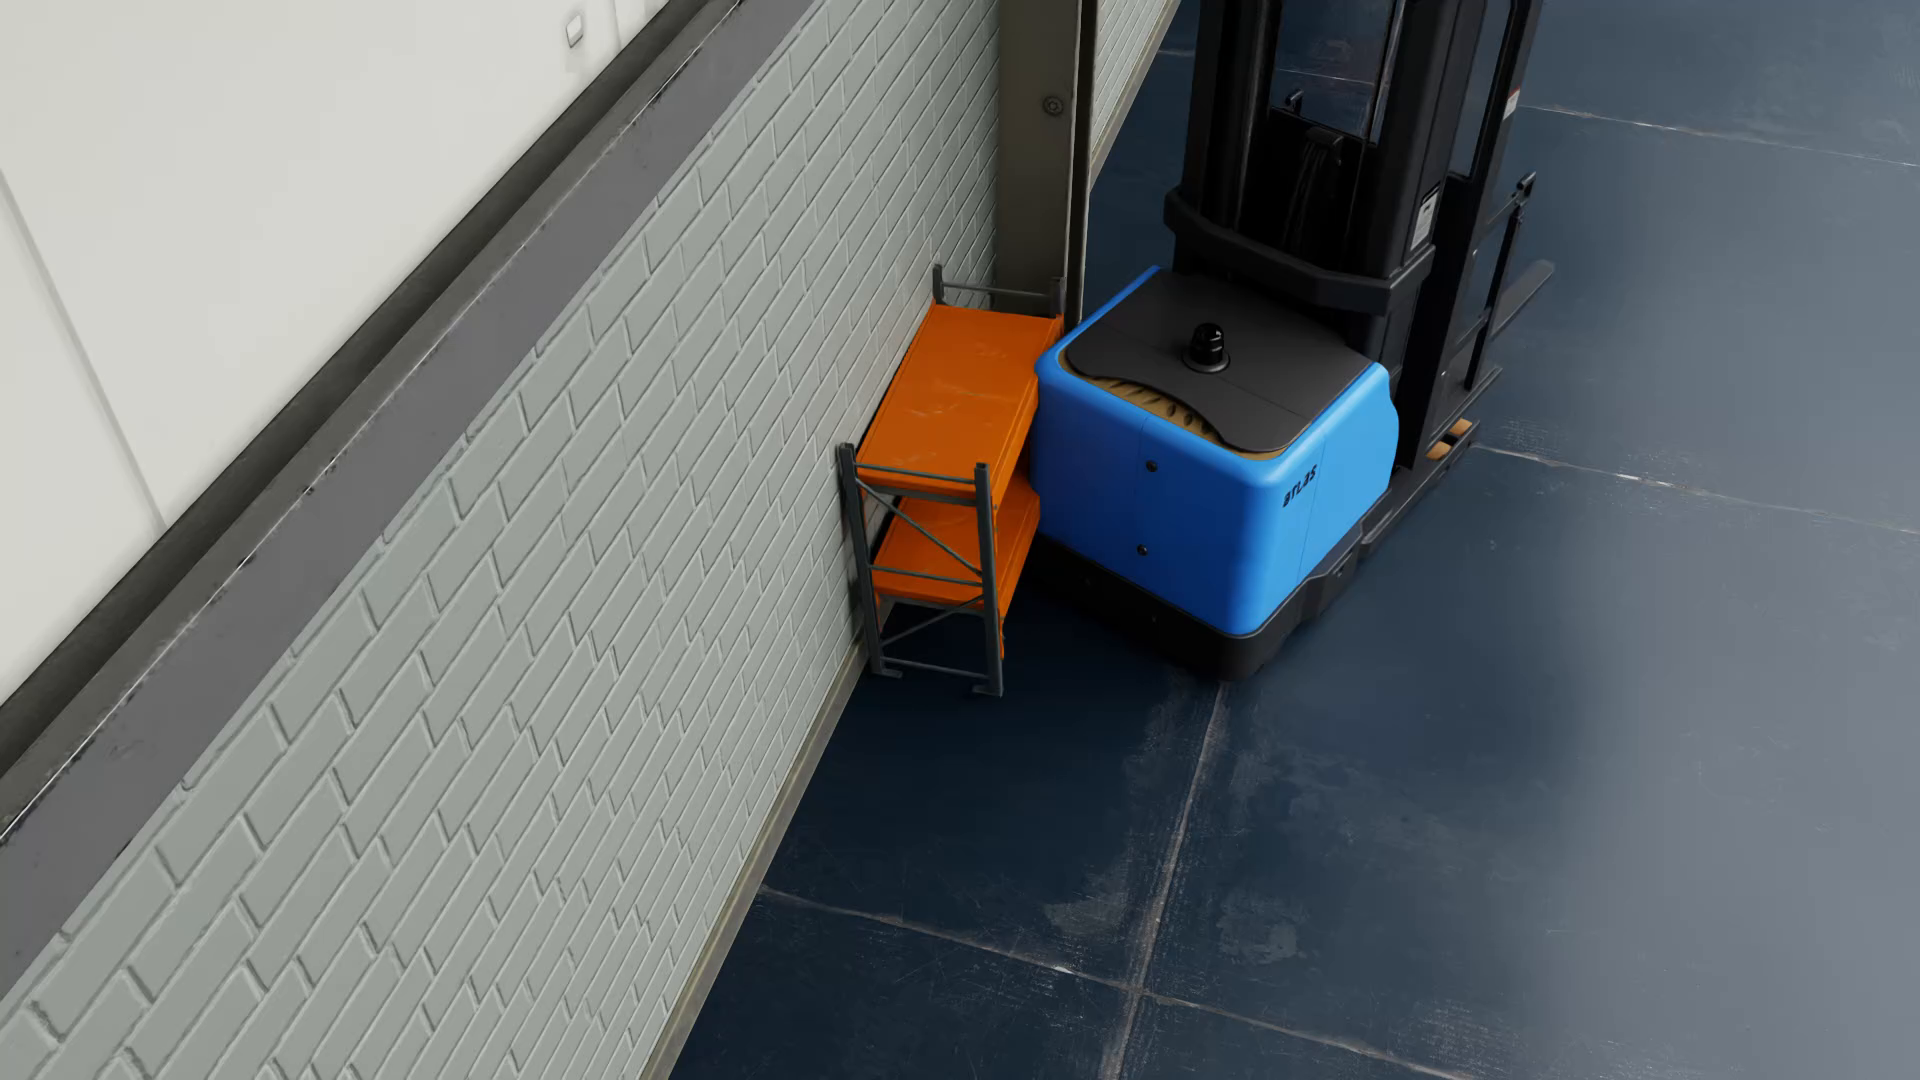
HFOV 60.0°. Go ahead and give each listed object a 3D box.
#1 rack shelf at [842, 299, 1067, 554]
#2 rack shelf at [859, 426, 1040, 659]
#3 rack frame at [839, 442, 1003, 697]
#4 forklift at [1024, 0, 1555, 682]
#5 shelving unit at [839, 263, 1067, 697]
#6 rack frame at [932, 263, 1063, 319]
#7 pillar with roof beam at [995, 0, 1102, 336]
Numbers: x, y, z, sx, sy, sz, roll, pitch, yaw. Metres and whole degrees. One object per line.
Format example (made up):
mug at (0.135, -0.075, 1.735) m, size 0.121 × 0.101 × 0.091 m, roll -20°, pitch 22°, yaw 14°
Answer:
rack shelf at (0.004, -0.431, 5.901) m, size 0.538 × 0.278 × 1.000 m, roll 9°, pitch 46°, yaw 14°
rack shelf at (0.036, -0.049, 6.278) m, size 0.538 × 0.278 × 1.000 m, roll 9°, pitch 46°, yaw 14°
rack frame at (-0.118, 0.127, 5.765) m, size 0.500 × 1.125 × 0.032 m, roll 9°, pitch 46°, yaw 14°
forklift at (1.561, -1.498, 6.185) m, size 1.130 × 2.935 × 3.031 m, roll 29°, pitch 52°, yaw 27°
shelving unit at (0.021, -0.223, 6.107) m, size 0.538 × 1.125 × 1.048 m, roll 9°, pitch 46°, yaw 14°
rack frame at (0.160, -0.573, 6.448) m, size 0.500 × 1.125 × 0.032 m, roll 9°, pitch 46°, yaw 14°
pillar with roof beam at (4.452, -3.122, 3.506) m, size 9.100 × 9.000 × 0.400 m, roll 13°, pitch 46°, yaw 13°
